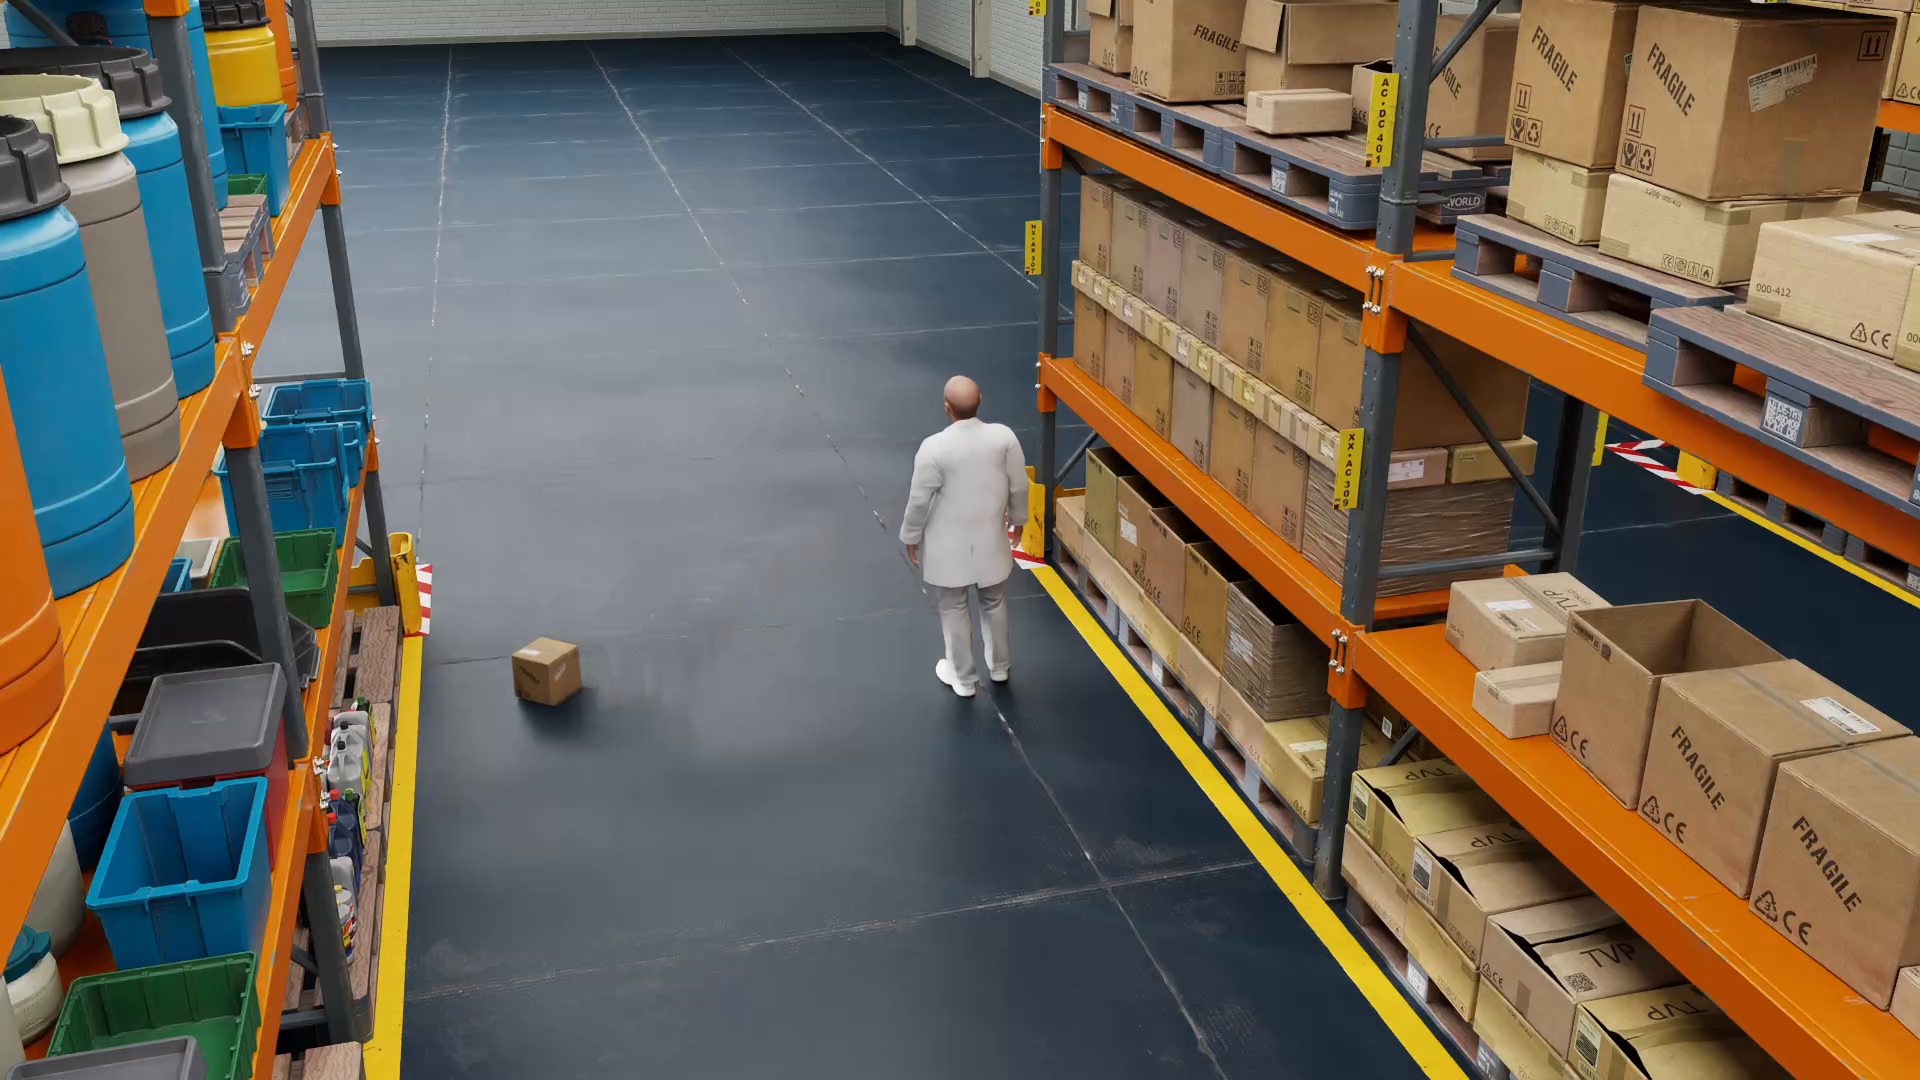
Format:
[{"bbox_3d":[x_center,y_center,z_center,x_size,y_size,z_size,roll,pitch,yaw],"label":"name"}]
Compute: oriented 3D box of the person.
[{"bbox_3d":[0.006,-0.005,8.725,0.695,1.681,0.582,-6,23,-14],"label":"person"}]
